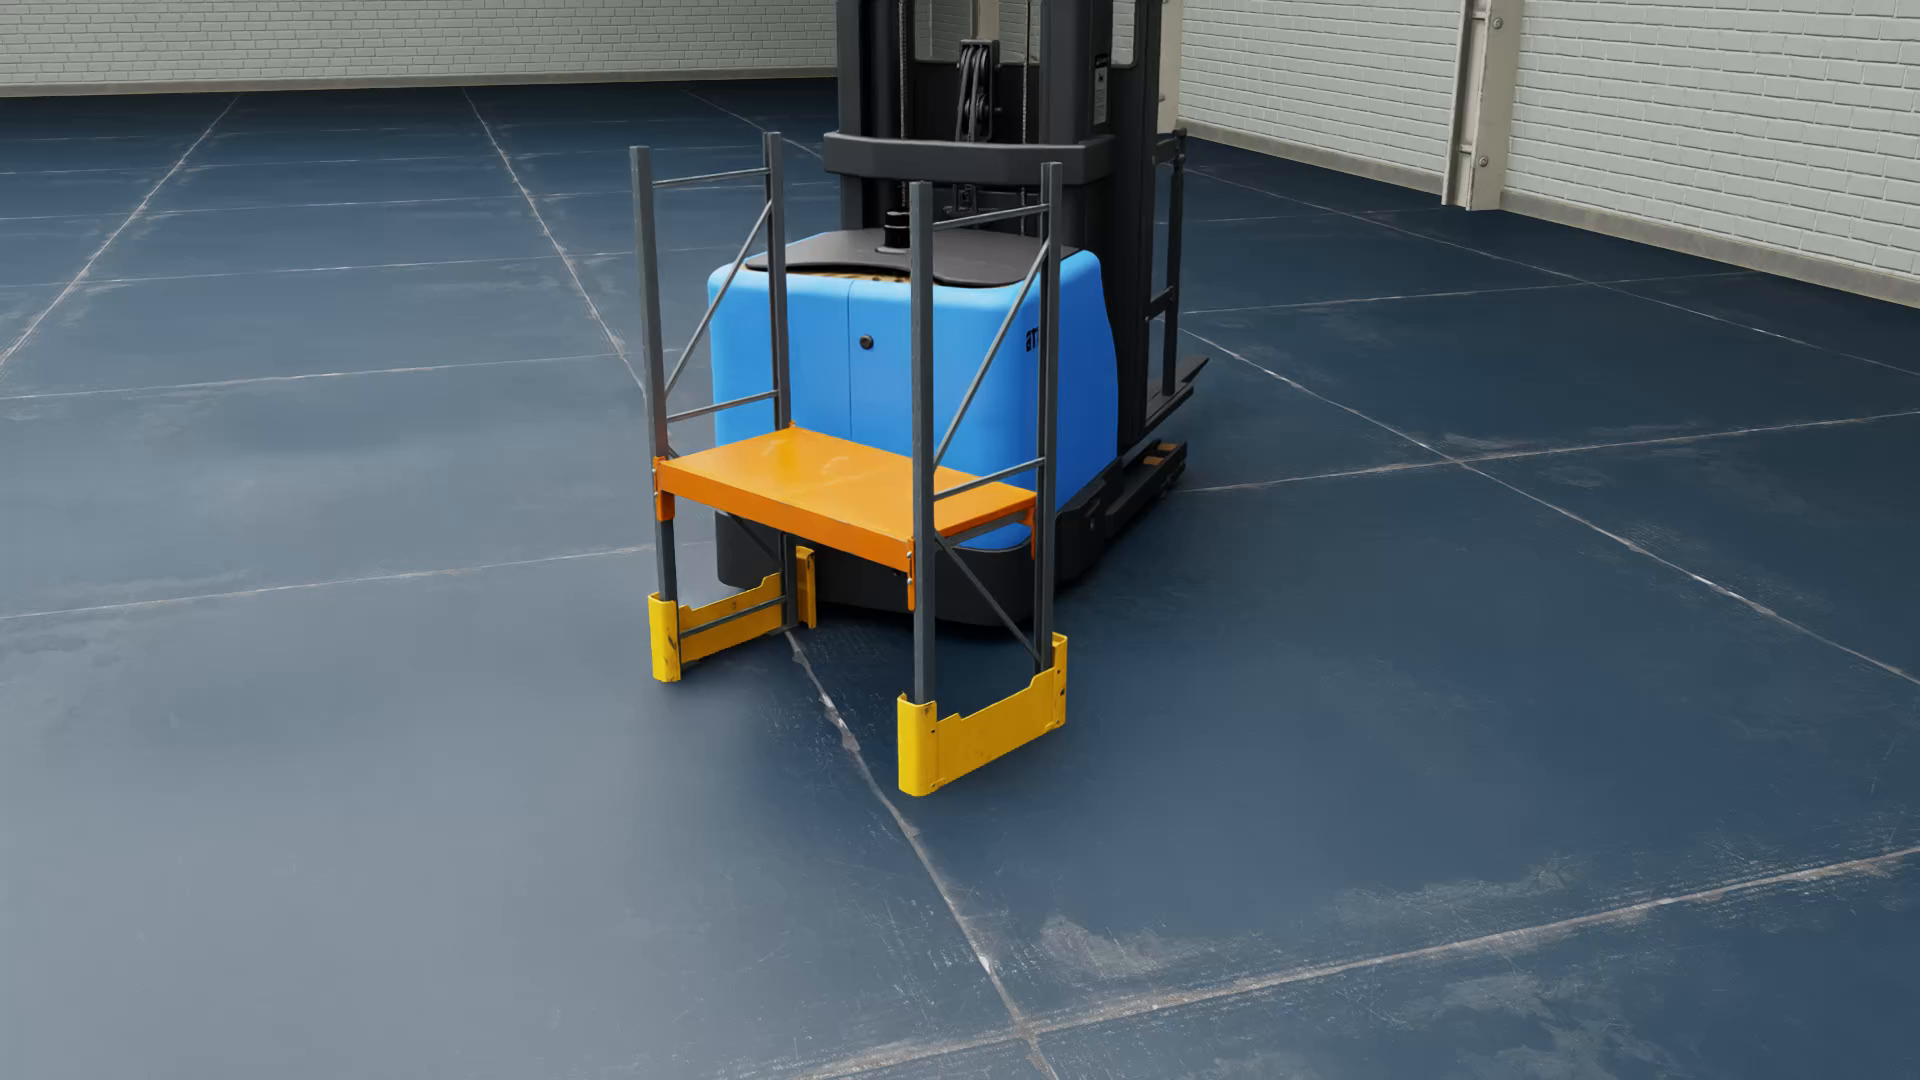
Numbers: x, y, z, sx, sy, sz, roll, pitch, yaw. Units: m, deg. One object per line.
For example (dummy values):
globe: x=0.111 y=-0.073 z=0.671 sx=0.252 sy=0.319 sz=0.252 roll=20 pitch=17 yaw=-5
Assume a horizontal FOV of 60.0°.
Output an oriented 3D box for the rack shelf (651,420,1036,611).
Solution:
rack shelf: x=-0.307 y=-0.092 z=4.485 sx=1.000 sy=0.185 sz=0.538 roll=17 pitch=26 yaw=40

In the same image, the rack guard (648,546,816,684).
rack guard: x=-0.667 y=0.215 z=4.947 sx=0.087 sy=0.250 sz=0.587 roll=17 pitch=26 yaw=40

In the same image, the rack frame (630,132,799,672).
rack frame: x=-0.681 y=-0.377 z=4.748 sx=0.032 sy=1.500 sz=0.500 roll=17 pitch=26 yaw=40

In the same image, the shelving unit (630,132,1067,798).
shelving unit: x=-0.300 y=-0.259 z=4.419 sx=1.083 sy=1.500 sz=0.587 roll=17 pitch=26 yaw=40

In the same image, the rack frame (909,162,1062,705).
rack frame: x=0.067 y=-0.145 z=4.101 sx=0.032 sy=1.500 sz=0.500 roll=17 pitch=26 yaw=40

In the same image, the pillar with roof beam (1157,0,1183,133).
pillar with roof beam: x=-1.850 y=-8.393 z=15.972 sx=9.100 sy=9.000 sz=0.400 roll=-6 pitch=21 yaw=-17

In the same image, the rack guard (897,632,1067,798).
rack guard: x=0.066 y=0.443 z=4.313 sx=0.087 sy=0.250 sz=0.587 roll=17 pitch=26 yaw=40

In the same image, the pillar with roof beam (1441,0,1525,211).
pillar with roof beam: x=0.036 y=-6.468 z=10.611 sx=9.100 sy=9.000 sz=0.400 roll=-6 pitch=21 yaw=-17

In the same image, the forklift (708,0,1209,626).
forklift: x=0.246 y=-1.582 z=5.984 sx=1.130 sy=2.935 sz=3.031 roll=8 pitch=21 yaw=21

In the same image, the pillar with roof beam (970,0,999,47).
pillar with roof beam: x=-3.735 y=-10.319 z=21.332 sx=9.100 sy=9.000 sz=0.400 roll=-6 pitch=21 yaw=-17
